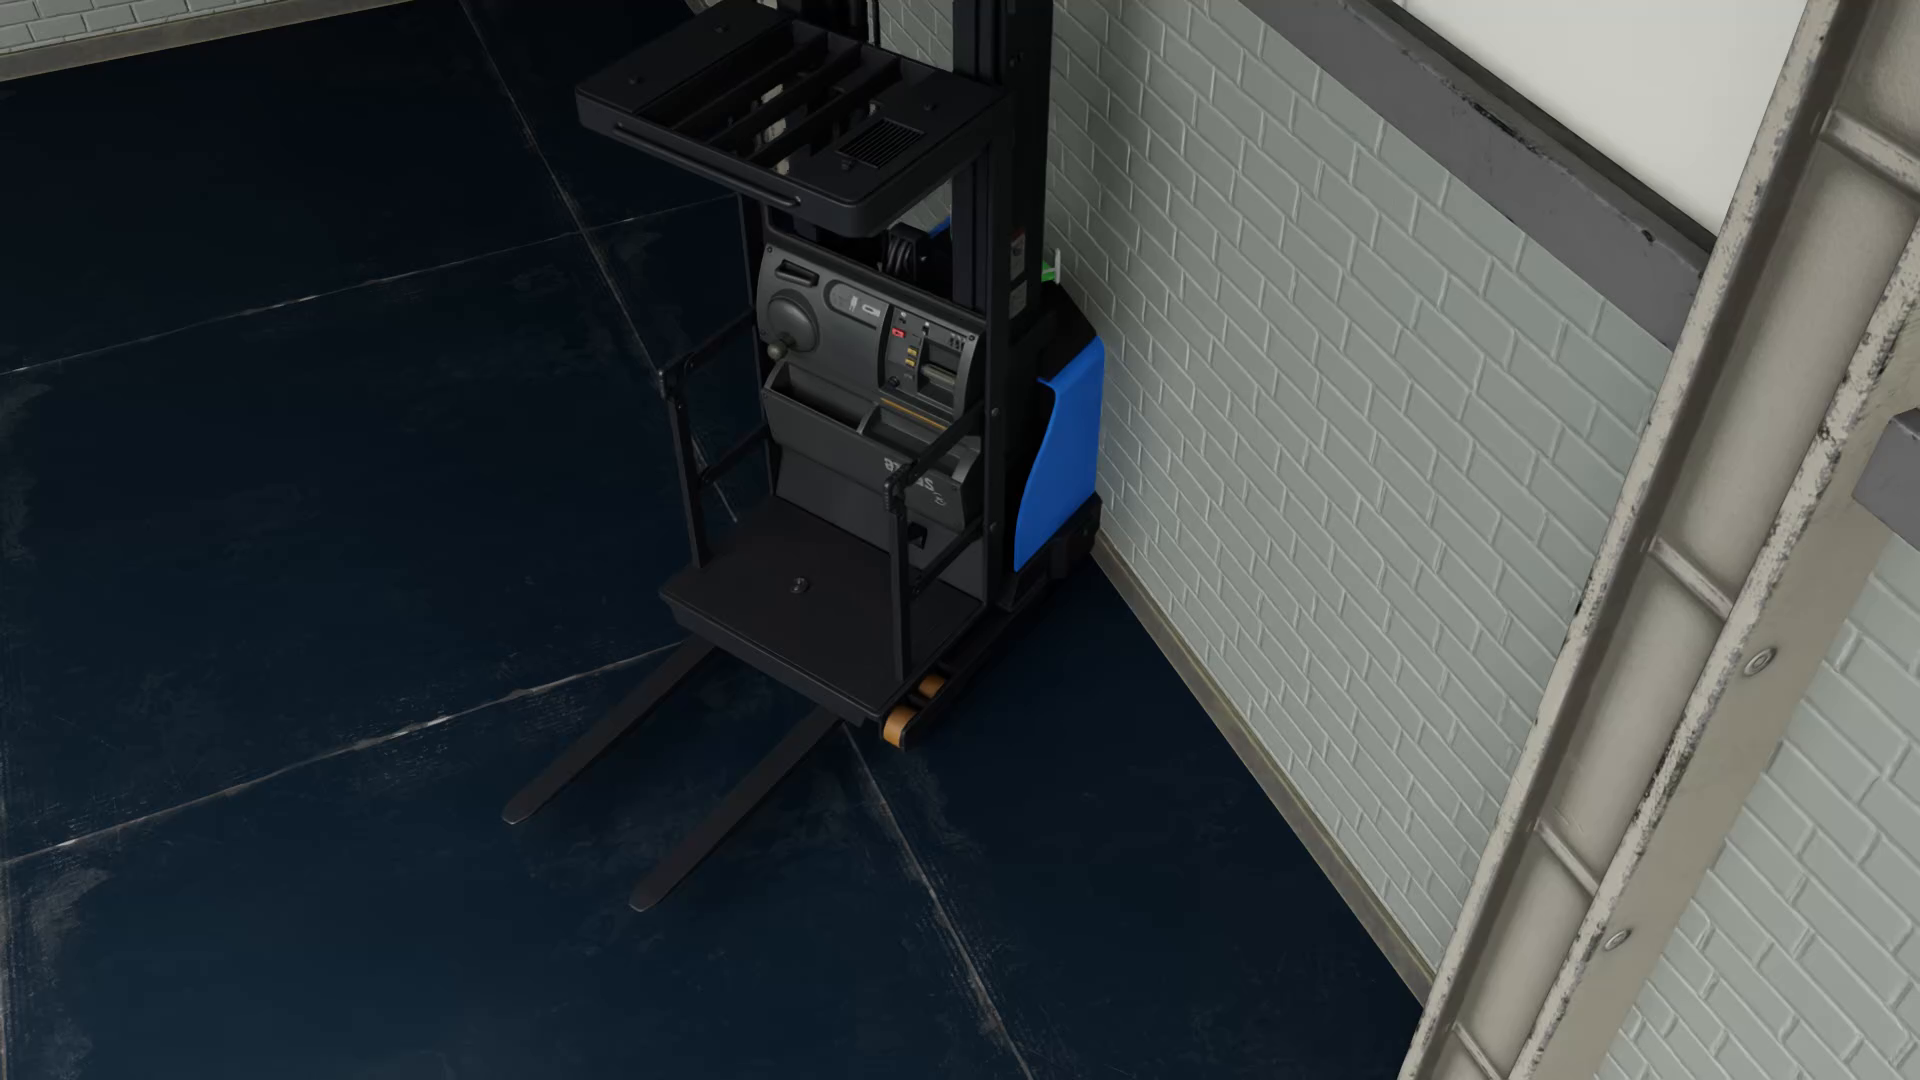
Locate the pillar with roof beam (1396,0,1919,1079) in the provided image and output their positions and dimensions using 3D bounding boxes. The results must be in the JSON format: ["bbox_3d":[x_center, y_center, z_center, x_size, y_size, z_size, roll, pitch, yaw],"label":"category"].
[{"bbox_3d":[-2.302,-0.086,0.799,9.100,9.000,0.400,-18,47,-17],"label":"pillar with roof beam"}]

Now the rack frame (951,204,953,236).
[{"bbox_3d":[0.072,-0.933,7.167,0.240,1.200,0.015,-17,44,-19],"label":"rack frame"}]

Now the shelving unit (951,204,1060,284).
[{"bbox_3d":[0.177,-0.789,7.000,0.258,1.200,0.503,-17,44,-19],"label":"shelving unit"}]

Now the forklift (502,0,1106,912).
[{"bbox_3d":[-0.455,-0.644,5.685,1.130,2.935,3.031,27,50,24],"label":"forklift"}]

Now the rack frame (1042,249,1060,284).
[{"bbox_3d":[0.282,-0.645,6.833,0.240,1.200,0.015,-17,44,-19],"label":"rack frame"}]

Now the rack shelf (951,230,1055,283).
[{"bbox_3d":[0.181,-1.106,6.730,0.258,0.148,0.480,-17,44,-19],"label":"rack shelf"}]

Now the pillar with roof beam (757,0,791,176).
[{"bbox_3d":[-4.825,-3.910,4.674,9.100,9.000,0.400,-18,47,-17],"label":"pillar with roof beam"}]
